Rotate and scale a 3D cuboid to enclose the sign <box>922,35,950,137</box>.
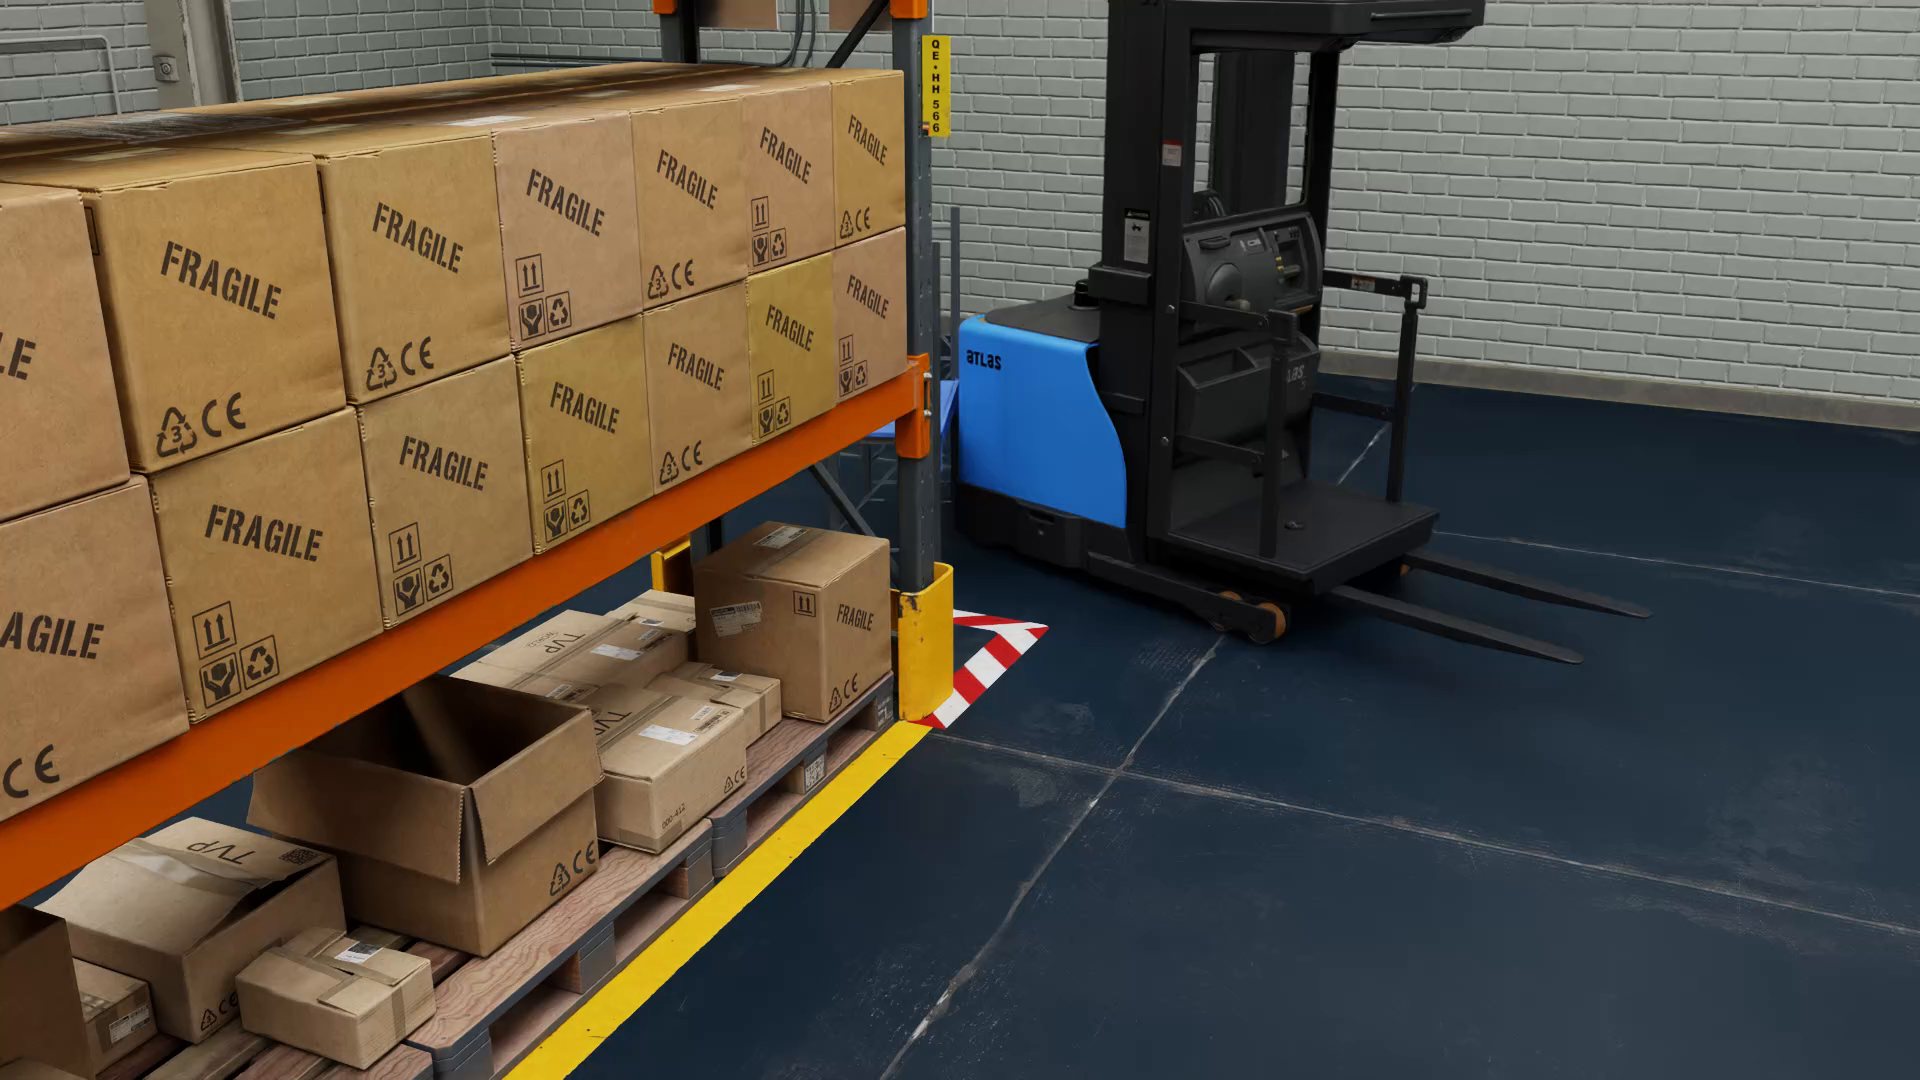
[{"bbox_3d":[-0.079,-1.509,5.537,0.100,0.325,0.005,9,21,23],"label":"sign"}]

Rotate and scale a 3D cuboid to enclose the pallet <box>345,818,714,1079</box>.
[{"bbox_3d":[-1.434,1.055,4.687,1.003,0.211,1.213,9,21,23],"label":"pallet"}]

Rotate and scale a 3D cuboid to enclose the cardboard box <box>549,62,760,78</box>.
[{"bbox_3d":[-0.999,-1.316,5.551,0.500,0.500,0.500,9,22,24],"label":"cardboard box"}]

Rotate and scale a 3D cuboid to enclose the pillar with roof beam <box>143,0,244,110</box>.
[{"bbox_3d":[-0.854,-4.756,7.912,9.100,9.000,0.400,9,21,23],"label":"pillar with roof beam"}]

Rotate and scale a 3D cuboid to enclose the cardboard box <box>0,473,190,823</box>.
[{"bbox_3d":[-1.757,0.160,2.893,0.500,0.500,0.500,9,22,24],"label":"cardboard box"}]

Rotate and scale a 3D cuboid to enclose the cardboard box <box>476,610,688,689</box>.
[{"bbox_3d":[-1.263,0.471,5.615,0.500,0.250,0.500,9,21,23],"label":"cardboard box"}]

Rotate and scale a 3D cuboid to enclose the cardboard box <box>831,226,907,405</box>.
[{"bbox_3d":[-0.512,-0.770,5.509,0.500,0.500,0.500,9,22,24],"label":"cardboard box"}]

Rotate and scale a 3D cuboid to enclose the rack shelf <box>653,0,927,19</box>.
[{"bbox_3d":[-1.396,-1.360,3.914,1.077,0.370,4.000,9,21,23],"label":"rack shelf"}]

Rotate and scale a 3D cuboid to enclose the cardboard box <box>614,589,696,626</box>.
[{"bbox_3d":[-1.062,0.319,6.192,0.380,0.149,0.250,9,21,23],"label":"cardboard box"}]

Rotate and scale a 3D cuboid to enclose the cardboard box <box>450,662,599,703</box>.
[{"bbox_3d":[-1.468,0.624,5.185,0.500,0.250,0.500,9,21,23],"label":"cardboard box"}]

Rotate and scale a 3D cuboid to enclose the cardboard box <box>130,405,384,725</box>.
[{"bbox_3d":[-1.551,0.003,3.335,0.500,0.500,0.500,9,21,24],"label":"cardboard box"}]

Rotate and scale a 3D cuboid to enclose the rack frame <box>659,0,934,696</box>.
[{"bbox_3d":[-0.577,-0.897,6.015,1.000,3.000,0.127,9,21,23],"label":"rack frame"}]

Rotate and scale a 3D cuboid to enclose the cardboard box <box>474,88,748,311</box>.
[{"bbox_3d":[-0.922,-0.928,4.460,0.500,0.500,0.500,9,22,24],"label":"cardboard box"}]

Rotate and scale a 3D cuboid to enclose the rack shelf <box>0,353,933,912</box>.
[{"bbox_3d":[-1.396,0.053,4.417,1.077,0.370,4.000,9,21,23],"label":"rack shelf"}]

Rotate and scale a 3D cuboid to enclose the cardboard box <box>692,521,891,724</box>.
[{"bbox_3d":[-0.575,0.273,5.798,0.500,0.500,0.500,9,21,23],"label":"cardboard box"}]

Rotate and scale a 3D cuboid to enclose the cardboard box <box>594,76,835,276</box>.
[{"bbox_3d":[-0.714,-1.087,4.908,0.500,0.500,0.500,9,22,24],"label":"cardboard box"}]

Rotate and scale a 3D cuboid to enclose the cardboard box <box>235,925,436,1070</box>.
[{"bbox_3d":[-1.500,1.089,4.003,0.380,0.166,0.250,9,21,23],"label":"cardboard box"}]

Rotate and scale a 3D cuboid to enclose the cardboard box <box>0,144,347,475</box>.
[{"bbox_3d":[-1.554,-0.456,3.133,0.500,0.500,0.500,8,21,21],"label":"cardboard box"}]

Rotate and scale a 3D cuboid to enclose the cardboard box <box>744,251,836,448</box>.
[{"bbox_3d":[-0.721,-0.611,5.061,0.500,0.500,0.500,9,21,23],"label":"cardboard box"}]

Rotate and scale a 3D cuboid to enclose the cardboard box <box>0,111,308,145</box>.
[{"bbox_3d":[-1.830,-0.694,3.802,0.500,0.500,0.500,9,21,23],"label":"cardboard box"}]

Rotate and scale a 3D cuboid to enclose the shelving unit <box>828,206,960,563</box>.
[{"bbox_3d":[-0.293,-0.732,7.787,0.538,1.500,1.048,2,20,4],"label":"shelving unit"}]

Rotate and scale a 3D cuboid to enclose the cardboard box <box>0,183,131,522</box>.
[{"bbox_3d":[-1.765,-0.298,2.689,0.500,0.500,0.500,9,22,24],"label":"cardboard box"}]

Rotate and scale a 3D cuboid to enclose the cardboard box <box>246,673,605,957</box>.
[{"bbox_3d":[-1.450,0.719,4.539,0.797,0.503,0.637,9,21,23],"label":"cardboard box"}]

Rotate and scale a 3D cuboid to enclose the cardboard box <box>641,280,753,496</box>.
[{"bbox_3d":[-0.930,-0.459,4.635,0.500,0.500,0.500,9,21,23],"label":"cardboard box"}]

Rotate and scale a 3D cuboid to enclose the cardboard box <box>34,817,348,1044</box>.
[{"bbox_3d":[-1.933,0.943,4.198,0.500,0.311,0.500,9,21,23],"label":"cardboard box"}]

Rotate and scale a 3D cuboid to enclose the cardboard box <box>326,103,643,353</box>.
[{"bbox_3d":[-1.133,-0.771,4.019,0.500,0.500,0.500,9,22,24],"label":"cardboard box"}]

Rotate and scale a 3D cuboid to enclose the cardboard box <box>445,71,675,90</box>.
[{"bbox_3d":[-1.206,-1.155,5.099,0.500,0.500,0.500,9,21,23],"label":"cardboard box"}]

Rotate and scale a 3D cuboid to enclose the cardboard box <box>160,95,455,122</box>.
[{"bbox_3d":[-1.623,-0.848,4.234,0.500,0.500,0.500,8,21,22],"label":"cardboard box"}]

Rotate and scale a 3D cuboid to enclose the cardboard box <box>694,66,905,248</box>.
[{"bbox_3d":[-0.508,-1.242,5.342,0.500,0.500,0.500,8,21,22],"label":"cardboard box"}]

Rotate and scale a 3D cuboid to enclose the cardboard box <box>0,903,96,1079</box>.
[{"bbox_3d":[-2.240,1.083,3.521,0.500,0.500,0.500,9,21,23],"label":"cardboard box"}]

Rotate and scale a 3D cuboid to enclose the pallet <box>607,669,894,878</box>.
[{"bbox_3d":[-0.934,0.684,5.732,1.003,0.211,1.213,9,21,23],"label":"pallet"}]

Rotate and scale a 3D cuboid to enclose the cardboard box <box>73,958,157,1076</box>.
[{"bbox_3d":[-2.141,1.125,3.926,0.380,0.149,0.250,9,21,23],"label":"cardboard box"}]

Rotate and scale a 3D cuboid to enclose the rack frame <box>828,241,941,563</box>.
[{"bbox_3d":[-0.334,-0.562,7.310,0.500,1.500,0.032,2,20,4],"label":"rack frame"}]

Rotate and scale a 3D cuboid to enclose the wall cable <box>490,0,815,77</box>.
[{"bbox_3d":[-2.455,-4.619,12.162,3.097,2.526,0.112,9,21,23],"label":"wall cable"}]

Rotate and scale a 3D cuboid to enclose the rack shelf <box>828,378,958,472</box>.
[{"bbox_3d":[-0.293,-0.562,7.848,0.538,0.185,1.000,2,20,4],"label":"rack shelf"}]

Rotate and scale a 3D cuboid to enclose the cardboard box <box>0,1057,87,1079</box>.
[{"bbox_3d":[-1.846,1.286,3.231,0.500,0.311,0.500,9,21,23],"label":"cardboard box"}]

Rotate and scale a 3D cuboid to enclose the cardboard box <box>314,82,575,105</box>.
[{"bbox_3d":[-1.416,-1.003,4.671,0.500,0.500,0.500,9,21,23],"label":"cardboard box"}]

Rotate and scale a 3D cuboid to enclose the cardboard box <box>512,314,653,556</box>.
[{"bbox_3d":[-1.137,-0.305,4.201,0.500,0.500,0.500,8,21,22],"label":"cardboard box"}]

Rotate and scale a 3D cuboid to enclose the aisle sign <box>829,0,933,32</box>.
[{"bbox_3d":[-0.269,-2.101,5.520,0.394,0.787,0.004,9,21,23],"label":"aisle sign"}]

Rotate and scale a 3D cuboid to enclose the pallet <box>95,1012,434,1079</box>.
[{"bbox_3d":[-1.933,1.430,3.634,1.003,0.211,1.213,9,21,23],"label":"pallet"}]

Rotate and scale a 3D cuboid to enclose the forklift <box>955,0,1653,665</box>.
[{"bbox_3d":[1.387,-1.154,6.840,3.031,2.935,1.130,18,26,41],"label":"forklift"}]

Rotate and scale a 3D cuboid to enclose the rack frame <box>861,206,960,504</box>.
[{"bbox_3d":[-0.251,-0.901,8.265,0.500,1.500,0.032,2,20,4],"label":"rack frame"}]

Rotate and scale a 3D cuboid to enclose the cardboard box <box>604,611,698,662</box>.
[{"bbox_3d":[-1.164,0.388,5.974,0.380,0.166,0.250,9,21,23],"label":"cardboard box"}]

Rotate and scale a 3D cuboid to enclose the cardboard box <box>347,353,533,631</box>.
[{"bbox_3d":[-1.344,-0.150,3.764,0.500,0.500,0.500,8,21,22],"label":"cardboard box"}]

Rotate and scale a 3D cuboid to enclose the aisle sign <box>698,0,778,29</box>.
[{"bbox_3d":[-0.817,-2.183,5.752,0.394,0.787,0.004,9,21,23],"label":"aisle sign"}]

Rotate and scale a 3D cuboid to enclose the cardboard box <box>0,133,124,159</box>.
[{"bbox_3d":[-2.037,-0.540,3.369,0.500,0.500,0.500,8,21,22],"label":"cardboard box"}]

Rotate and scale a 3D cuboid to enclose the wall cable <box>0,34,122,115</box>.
[{"bbox_3d":[-5.436,-2.576,9.219,0.084,1.984,1.851,9,21,23],"label":"wall cable"}]

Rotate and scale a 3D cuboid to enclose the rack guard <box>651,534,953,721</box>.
[{"bbox_3d":[-0.608,0.304,6.369,1.175,0.500,0.348,9,21,23],"label":"rack guard"}]

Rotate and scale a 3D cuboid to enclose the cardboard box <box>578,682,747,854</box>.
[{"bbox_3d":[-0.991,0.677,5.035,0.500,0.250,0.500,9,21,23],"label":"cardboard box"}]

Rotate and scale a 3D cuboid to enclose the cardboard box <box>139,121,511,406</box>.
[{"bbox_3d":[-1.343,-0.613,3.575,0.500,0.500,0.500,8,21,21],"label":"cardboard box"}]

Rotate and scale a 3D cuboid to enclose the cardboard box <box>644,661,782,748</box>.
[{"bbox_3d":[-0.823,0.542,5.541,0.380,0.166,0.250,9,21,23],"label":"cardboard box"}]
